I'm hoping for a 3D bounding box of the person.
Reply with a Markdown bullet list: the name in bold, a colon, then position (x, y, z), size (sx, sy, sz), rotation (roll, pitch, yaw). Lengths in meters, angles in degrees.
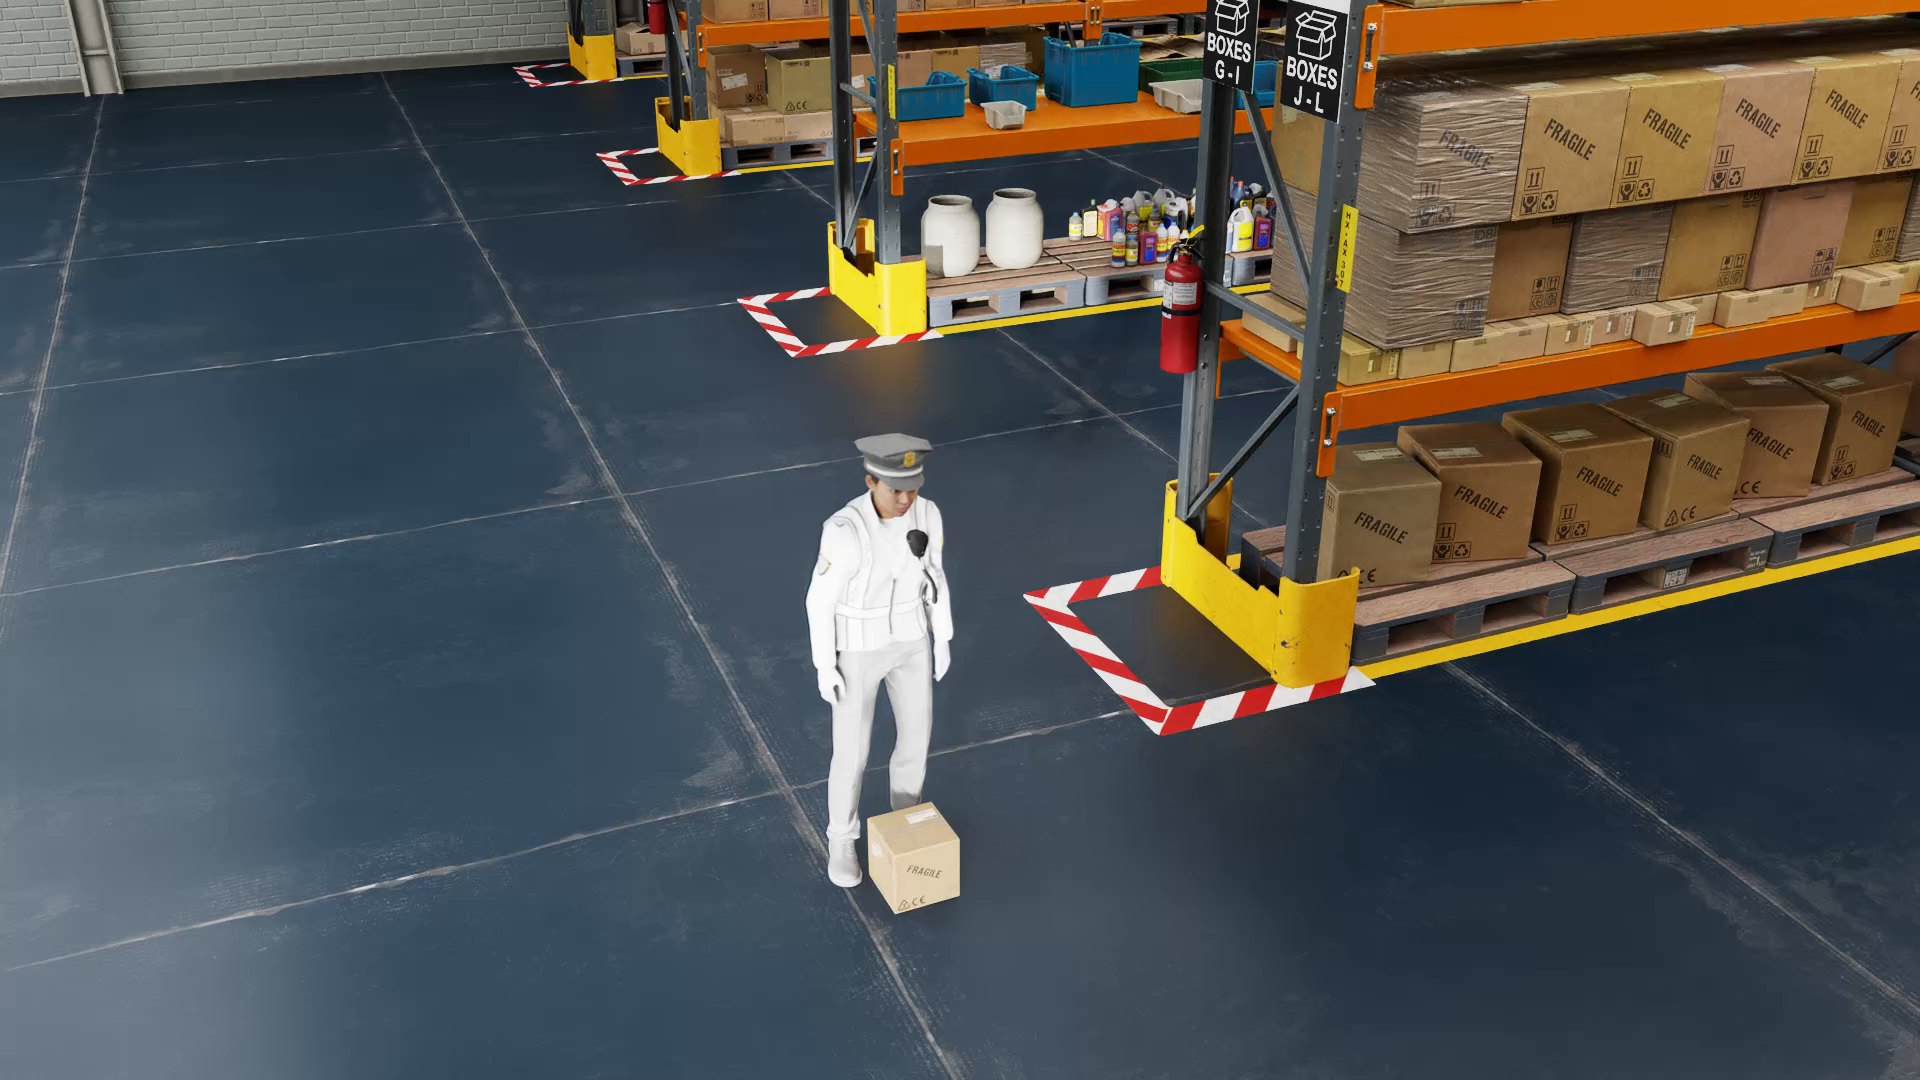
- **person**: position (-0.264, 0.397, 5.801), size (0.534, 1.661, 0.374), rotation (-12, 29, -23)
